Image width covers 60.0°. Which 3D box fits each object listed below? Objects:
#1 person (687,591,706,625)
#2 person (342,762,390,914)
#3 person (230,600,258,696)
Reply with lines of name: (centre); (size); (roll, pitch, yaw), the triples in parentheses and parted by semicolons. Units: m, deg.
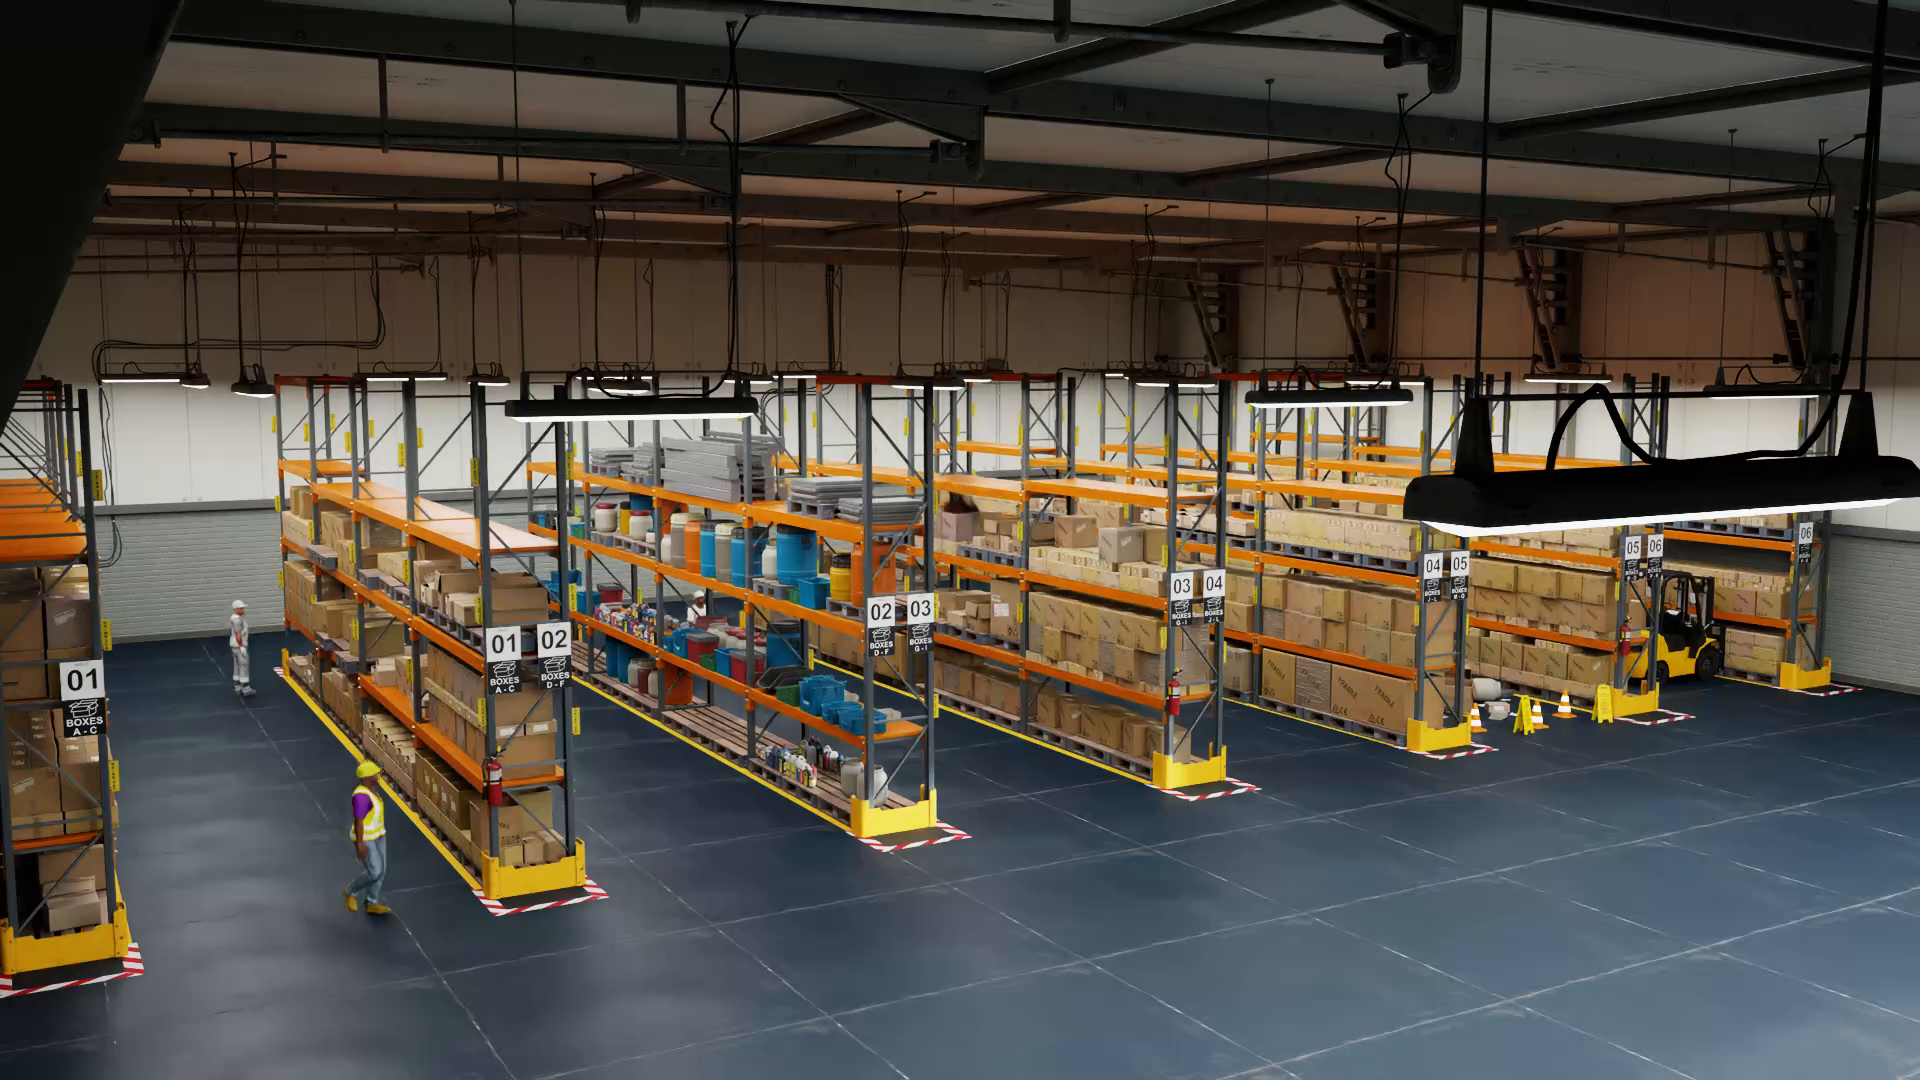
person: (-5.136, 1.862, 33.081); (0.614, 1.712, 1.010); (-5, 8, -39)
person: (-6.741, 3.383, 18.892); (0.526, 1.752, 0.607); (2, 6, 15)
person: (-13.459, 2.017, 31.212); (0.425, 1.793, 0.621); (-4, 7, -33)
